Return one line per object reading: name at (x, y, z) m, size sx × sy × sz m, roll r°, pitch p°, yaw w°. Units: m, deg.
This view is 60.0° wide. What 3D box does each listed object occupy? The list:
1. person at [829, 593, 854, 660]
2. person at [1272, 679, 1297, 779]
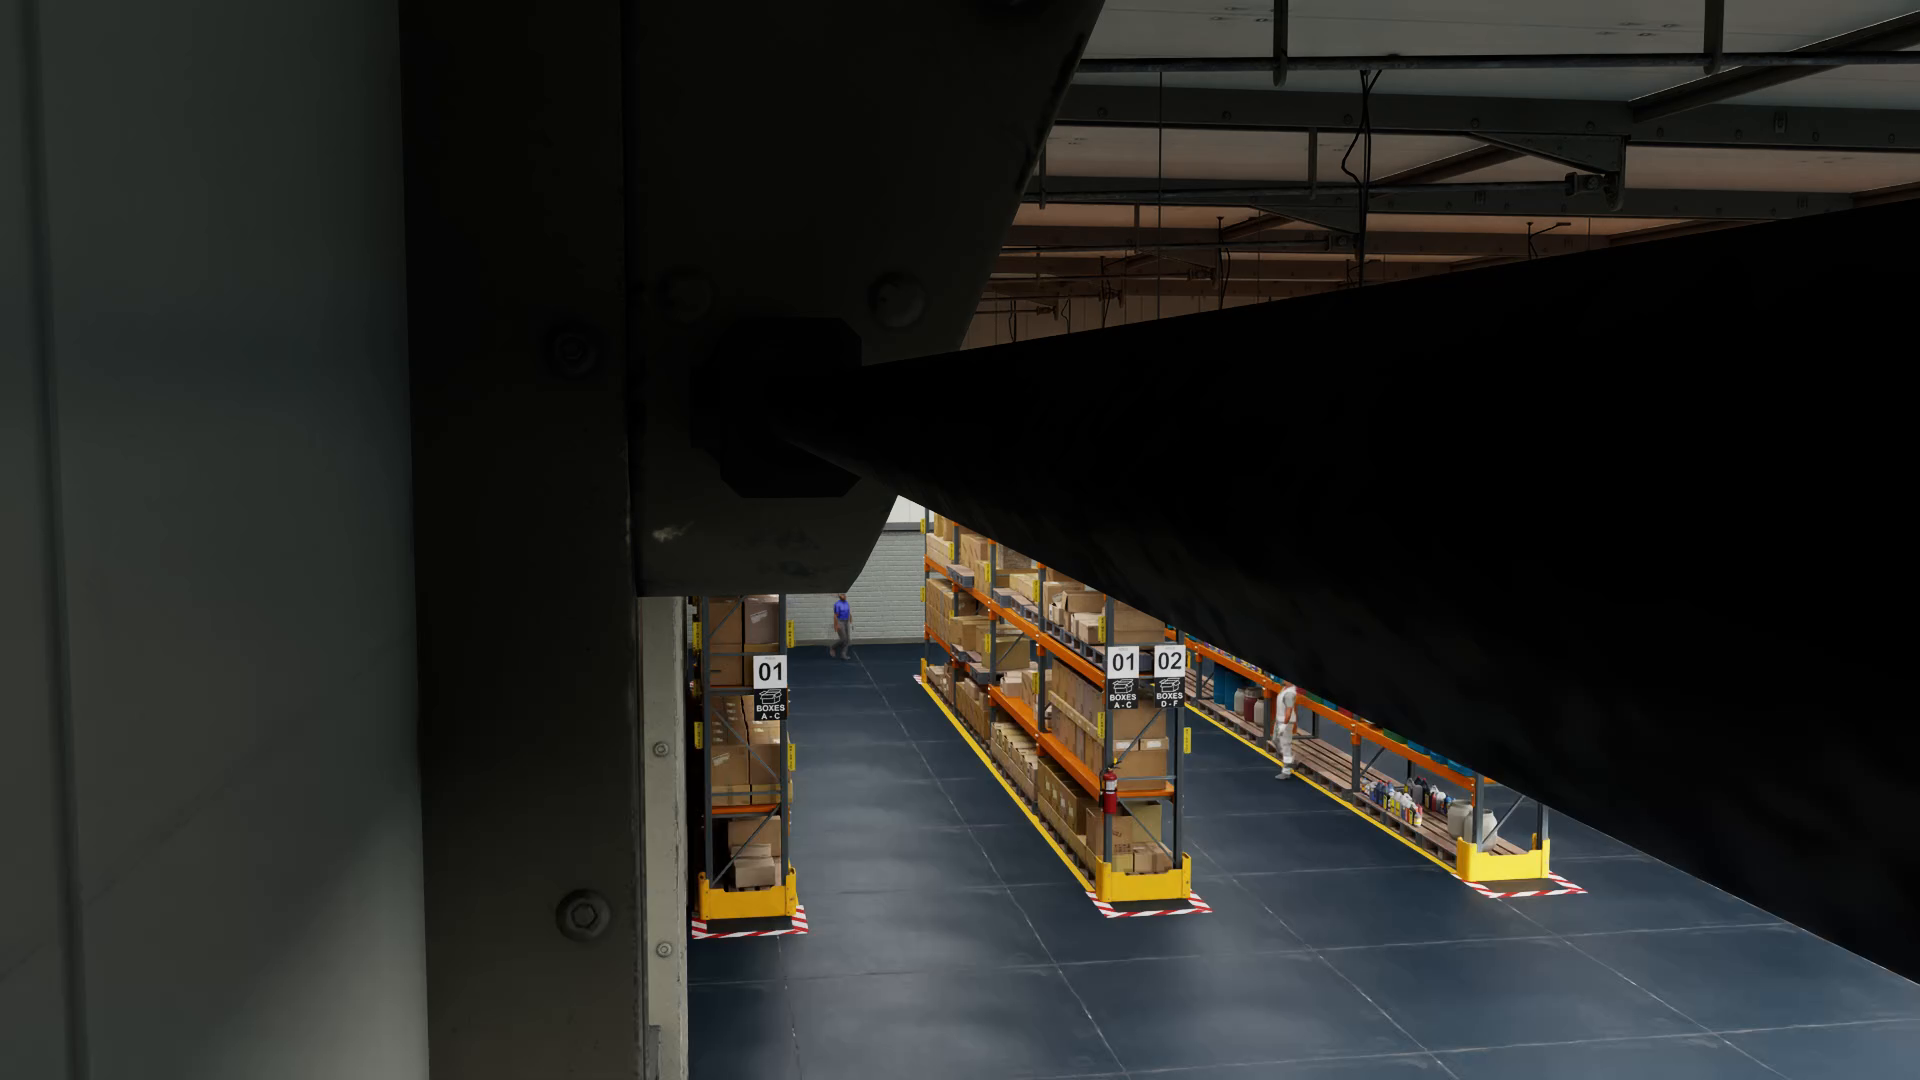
person at (-2.823, 2.028, 39.619) m, size 0.513 × 1.626 × 0.464 m, roll 3°, pitch 6°, yaw 29°
person at (5.382, 3.019, 27.461) m, size 0.443 × 1.793 × 0.628 m, roll 0°, pitch 5°, yaw -2°
